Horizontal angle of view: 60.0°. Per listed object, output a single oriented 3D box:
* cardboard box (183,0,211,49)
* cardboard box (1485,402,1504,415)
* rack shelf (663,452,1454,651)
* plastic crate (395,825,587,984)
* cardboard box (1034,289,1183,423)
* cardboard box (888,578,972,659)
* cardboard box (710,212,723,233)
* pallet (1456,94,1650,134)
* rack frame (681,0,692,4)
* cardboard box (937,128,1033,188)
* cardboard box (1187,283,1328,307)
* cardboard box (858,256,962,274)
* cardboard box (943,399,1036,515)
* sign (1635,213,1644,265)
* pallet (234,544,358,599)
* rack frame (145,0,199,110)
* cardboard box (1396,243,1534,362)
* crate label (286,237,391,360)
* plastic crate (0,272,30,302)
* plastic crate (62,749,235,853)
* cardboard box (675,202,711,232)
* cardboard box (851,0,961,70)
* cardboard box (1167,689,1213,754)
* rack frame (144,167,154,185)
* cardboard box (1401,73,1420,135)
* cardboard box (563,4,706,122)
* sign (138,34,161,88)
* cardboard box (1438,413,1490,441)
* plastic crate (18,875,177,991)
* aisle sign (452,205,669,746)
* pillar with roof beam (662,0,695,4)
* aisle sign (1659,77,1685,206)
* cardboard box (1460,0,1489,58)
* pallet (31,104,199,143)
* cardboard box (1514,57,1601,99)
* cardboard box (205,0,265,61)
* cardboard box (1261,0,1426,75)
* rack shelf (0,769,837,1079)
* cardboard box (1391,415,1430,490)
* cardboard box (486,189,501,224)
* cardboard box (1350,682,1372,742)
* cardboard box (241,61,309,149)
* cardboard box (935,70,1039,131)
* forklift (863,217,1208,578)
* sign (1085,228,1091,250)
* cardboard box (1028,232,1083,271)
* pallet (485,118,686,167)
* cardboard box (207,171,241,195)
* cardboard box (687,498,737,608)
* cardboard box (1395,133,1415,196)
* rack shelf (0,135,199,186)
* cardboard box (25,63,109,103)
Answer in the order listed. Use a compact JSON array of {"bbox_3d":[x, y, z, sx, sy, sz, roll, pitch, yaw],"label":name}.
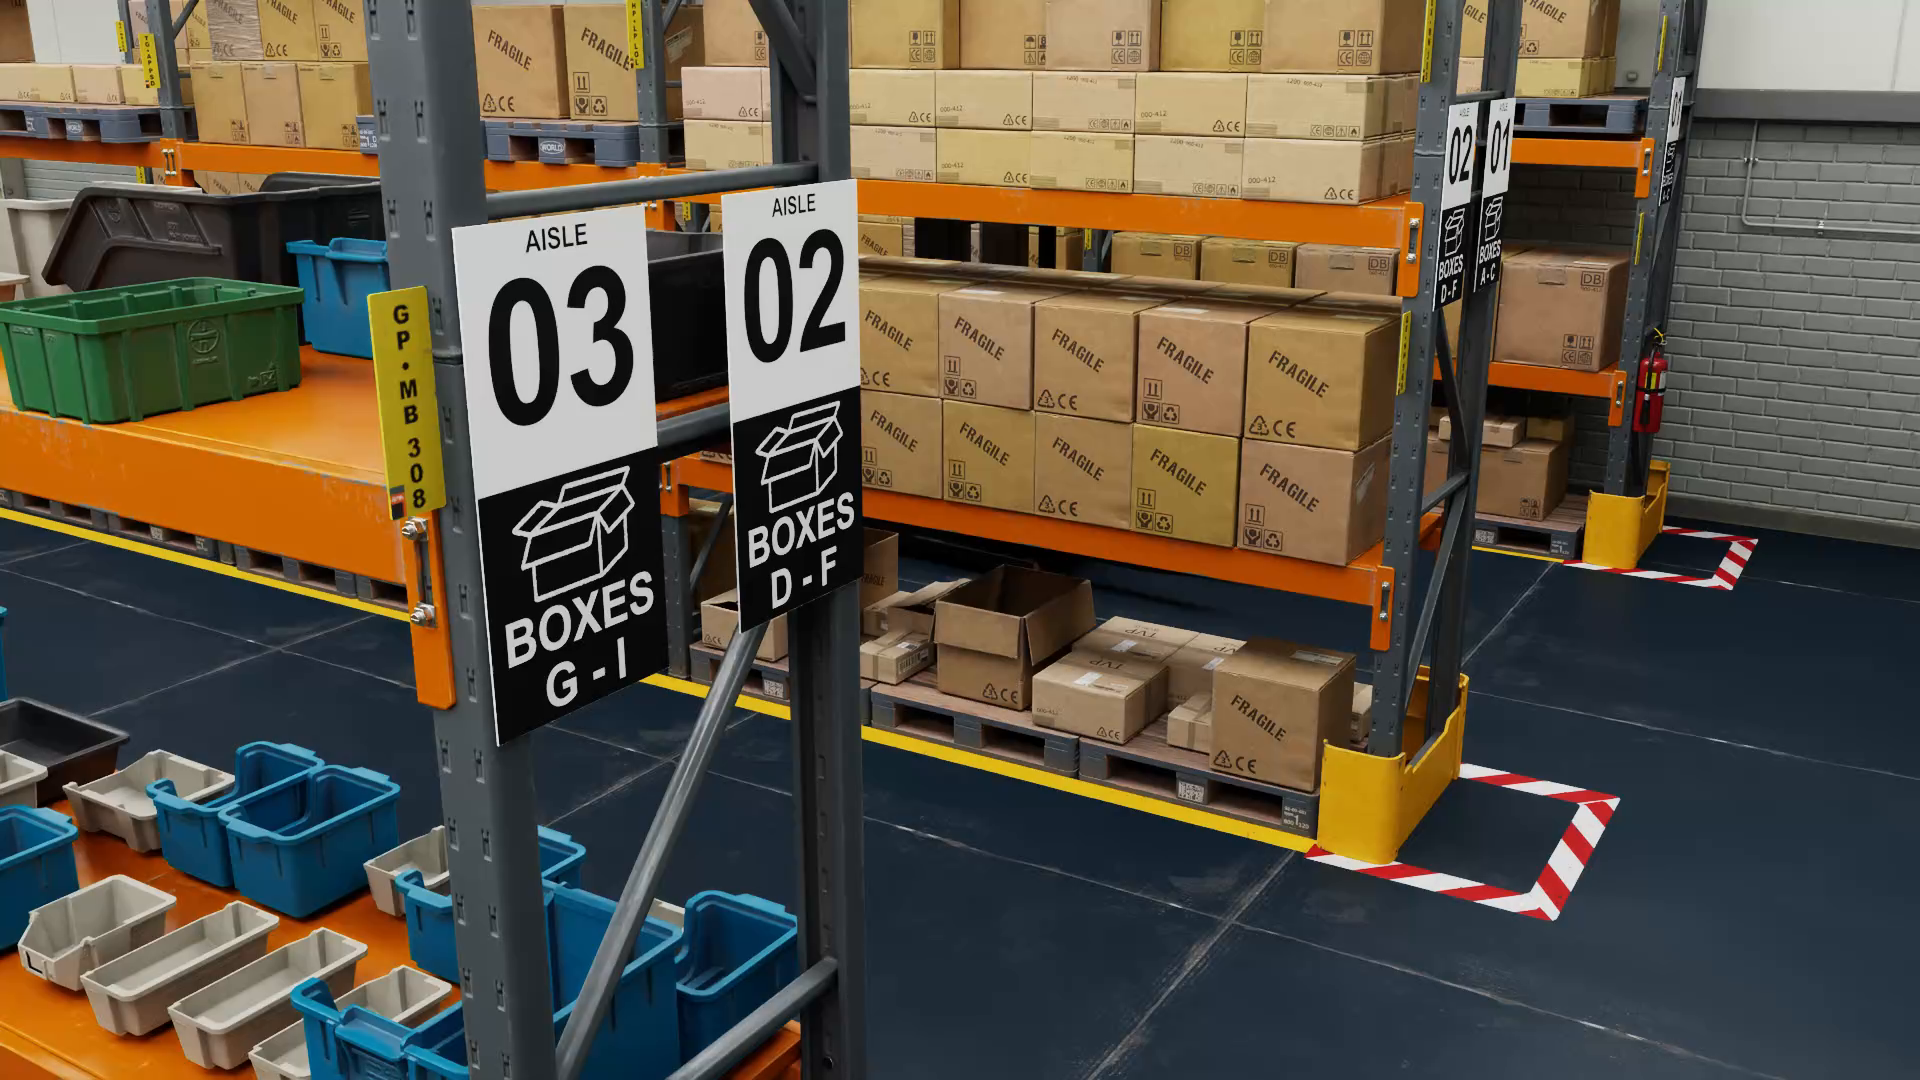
[{"bbox_3d":[-7.920,-5.524,17.817,0.500,0.500,0.500,11,20,32],"label":"cardboard box"},{"bbox_3d":[3.799,-0.906,12.165,0.250,0.149,0.380,10,20,30],"label":"cardboard box"},{"bbox_3d":[0.376,-0.134,8.400,4.000,0.370,1.077,10,20,30],"label":"rack shelf"},{"bbox_3d":[-1.115,0.884,3.995,0.300,0.233,0.416,10,20,30],"label":"plastic crate"},{"bbox_3d":[0.681,-0.854,7.641,0.500,0.500,0.500,11,20,32],"label":"cardboard box"},{"bbox_3d":[-0.056,0.424,9.194,0.500,0.311,0.500,10,20,30],"label":"cardboard box"},{"bbox_3d":[-1.868,-2.681,14.828,0.500,0.500,0.500,11,20,32],"label":"cardboard box"},{"bbox_3d":[4.031,-2.905,11.275,1.213,0.211,1.003,10,20,30],"label":"pallet"},{"bbox_3d":[-2.148,-5.489,14.469,0.127,3.000,1.000,10,20,30],"label":"rack frame"},{"bbox_3d":[0.233,-1.782,7.685,0.500,0.250,0.500,10,20,30],"label":"cardboard box"},{"bbox_3d":[1.390,-0.911,7.827,0.500,0.500,0.500,10,20,31],"label":"cardboard box"},{"bbox_3d":[-0.324,-1.219,8.841,0.500,0.500,0.500,10,19,29],"label":"cardboard box"},{"bbox_3d":[0.260,-0.455,8.046,0.500,0.500,0.500,10,19,29],"label":"cardboard box"},{"bbox_3d":[4.373,-1.937,10.697,0.005,0.325,0.100,10,20,30],"label":"sign"},{"bbox_3d":[-4.121,0.066,11.301,1.213,0.211,1.003,10,20,30],"label":"pallet"},{"bbox_3d":[-4.737,-4.262,10.428,0.127,3.000,1.000,10,20,30],"label":"rack frame"},{"bbox_3d":[3.603,-1.728,11.894,0.700,0.700,0.980,10,20,30],"label":"cardboard box"},{"bbox_3d":[-1.133,-0.533,3.568,0.502,0.251,0.408,10,20,30],"label":"crate label"},{"bbox_3d":[-2.406,-0.510,3.692,0.530,0.136,0.437,10,20,30],"label":"plastic crate"},{"bbox_3d":[-2.283,0.731,4.663,0.466,0.136,0.293,10,20,30],"label":"plastic crate"},{"bbox_3d":[-2.554,-2.946,15.490,0.500,0.500,0.700,8,18,24],"label":"cardboard box"},{"bbox_3d":[-0.113,-2.494,7.878,0.500,0.500,0.700,10,20,30],"label":"cardboard box"},{"bbox_3d":[1.190,0.865,7.990,0.250,0.166,0.380,10,20,30],"label":"cardboard box"},{"bbox_3d":[-8.965,-3.835,19.347,0.127,3.000,1.000,10,20,30],"label":"rack frame"},{"bbox_3d":[1.778,-1.920,7.277,0.500,0.250,0.500,10,20,30],"label":"cardboard box"},{"bbox_3d":[-1.719,-2.609,9.083,0.600,0.600,0.600,8,19,25],"label":"cardboard box"},{"bbox_3d":[-5.035,-2.975,10.329,0.005,0.325,0.100,10,20,30],"label":"sign"},{"bbox_3d":[3.597,-0.812,11.855,0.250,0.149,0.380,11,20,32],"label":"cardboard box"},{"bbox_3d":[-2.057,0.946,3.957,0.250,0.136,0.298,10,20,30],"label":"plastic crate"},{"bbox_3d":[-0.608,-0.108,2.605,0.004,0.787,0.394,10,20,30],"label":"aisle sign"},{"bbox_3d":[-5.056,-4.835,12.315,0.400,9.000,9.100,10,20,30],"label":"pillar with roof beam"},{"bbox_3d":[4.573,-2.560,10.676,0.004,0.787,0.394,10,20,30],"label":"aisle sign"},{"bbox_3d":[3.482,-3.495,11.140,0.500,0.500,0.500,11,20,32],"label":"cardboard box"},{"bbox_3d":[-5.362,-2.817,11.158,1.003,0.211,1.213,11,20,33],"label":"pallet"},{"bbox_3d":[3.906,-3.060,10.995,0.500,0.250,0.500,11,20,32],"label":"cardboard box"},{"bbox_3d":[-4.369,-3.285,10.481,0.500,0.500,0.500,10,20,30],"label":"cardboard box"},{"bbox_3d":[1.633,-2.210,6.942,0.500,0.500,0.700,10,20,30],"label":"cardboard box"},{"bbox_3d":[-2.220,1.092,4.363,4.000,0.370,1.077,10,20,30],"label":"rack shelf"},{"bbox_3d":[1.840,-0.355,7.717,0.500,0.500,0.500,11,20,31],"label":"cardboard box"},{"bbox_3d":[-4.668,-3.313,16.697,0.500,0.500,0.700,13,21,36],"label":"cardboard box"},{"bbox_3d":[1.903,0.830,8.134,0.250,0.149,0.380,10,20,30],"label":"cardboard box"},{"bbox_3d":[-3.913,-2.739,10.403,0.500,0.500,0.910,10,20,30],"label":"cardboard box"},{"bbox_3d":[0.229,-2.019,7.605,0.500,0.250,0.500,10,20,30],"label":"cardboard box"},{"bbox_3d":[0.509,-1.295,11.101,3.031,2.935,1.130,12,21,34],"label":"forklift"},{"bbox_3d":[0.985,-2.390,12.734,0.005,0.325,0.100,10,20,30],"label":"sign"},{"bbox_3d":[0.735,-2.218,13.303,0.500,0.500,0.500,10,19,29],"label":"cardboard box"},{"bbox_3d":[-1.848,-2.245,9.272,1.003,0.211,1.213,10,20,30],"label":"pallet"},{"bbox_3d":[-7.862,-3.827,18.253,0.500,0.500,0.500,9,19,28],"label":"cardboard box"},{"bbox_3d":[-1.613,0.069,10.037,0.500,0.500,0.500,9,19,28],"label":"cardboard box"},{"bbox_3d":[1.775,-1.679,7.344,0.500,0.250,0.500,10,20,30],"label":"cardboard box"},{"bbox_3d":[-6.441,-2.786,11.970,4.000,0.370,1.077,10,20,30],"label":"rack shelf"},{"bbox_3d":[-6.091,-3.176,11.550,0.500,0.250,0.500,10,19,29],"label":"cardboard box"}]
